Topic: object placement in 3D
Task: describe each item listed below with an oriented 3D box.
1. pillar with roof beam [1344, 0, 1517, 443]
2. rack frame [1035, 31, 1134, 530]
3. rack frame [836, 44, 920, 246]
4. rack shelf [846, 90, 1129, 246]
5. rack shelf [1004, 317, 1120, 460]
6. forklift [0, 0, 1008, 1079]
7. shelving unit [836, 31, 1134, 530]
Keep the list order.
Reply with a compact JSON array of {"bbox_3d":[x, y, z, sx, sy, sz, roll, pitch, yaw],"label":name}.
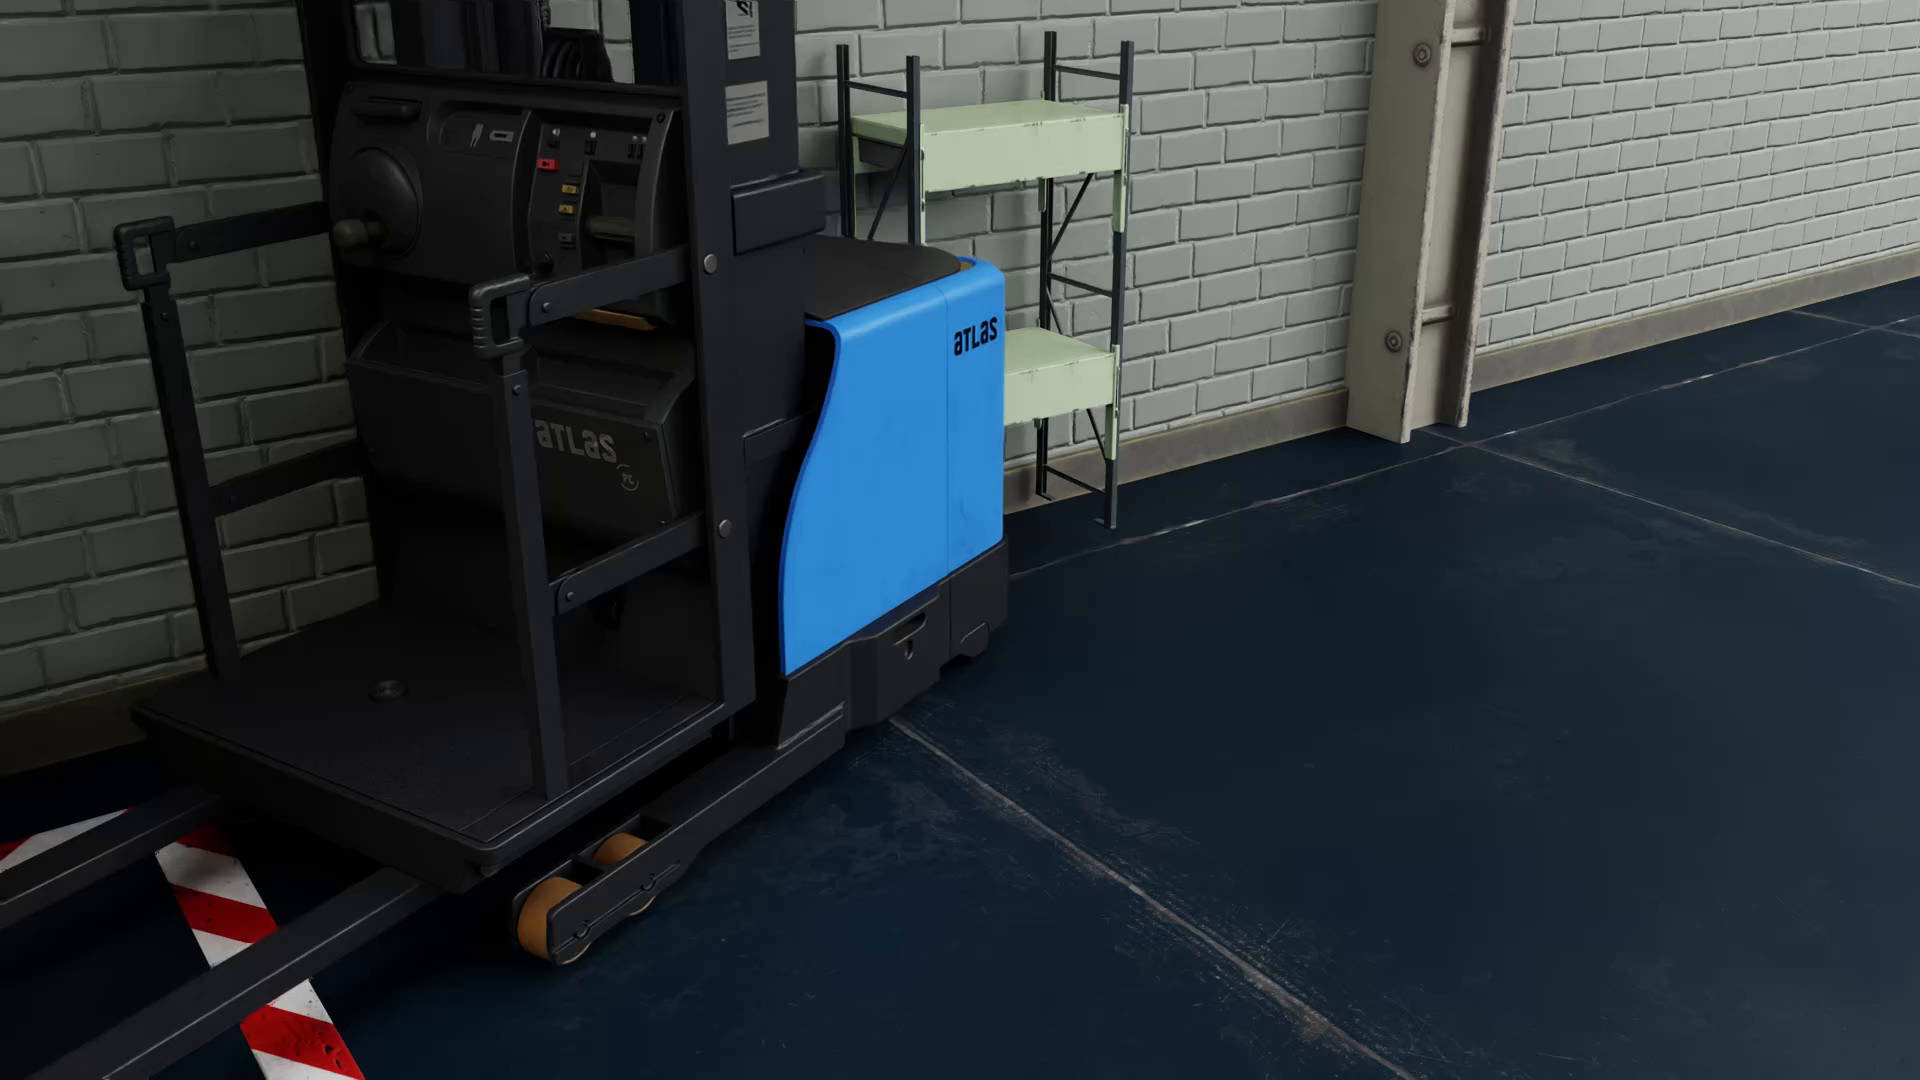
[{"bbox_3d":[4.258,-3.340,1.624,0.400,9.000,9.100,-15,26,-33],"label":"pillar with roof beam"},{"bbox_3d":[0.378,-0.792,5.187,0.023,1.500,0.400,-14,26,-32],"label":"rack frame"},{"bbox_3d":[-0.227,-0.638,4.805,0.023,1.500,0.400,-14,26,-32],"label":"rack frame"},{"bbox_3d":[0.076,-1.076,4.850,0.720,0.370,0.431,-14,26,-32],"label":"rack shelf"},{"bbox_3d":[0.075,-0.412,5.118,0.720,0.370,0.431,-14,26,-32],"label":"rack shelf"},{"bbox_3d":[-1.068,-0.719,3.244,1.130,2.935,3.031,13,25,29],"label":"forklift"},{"bbox_3d":[0.075,-0.715,4.996,0.755,1.500,0.431,-14,26,-32],"label":"shelving unit"}]
